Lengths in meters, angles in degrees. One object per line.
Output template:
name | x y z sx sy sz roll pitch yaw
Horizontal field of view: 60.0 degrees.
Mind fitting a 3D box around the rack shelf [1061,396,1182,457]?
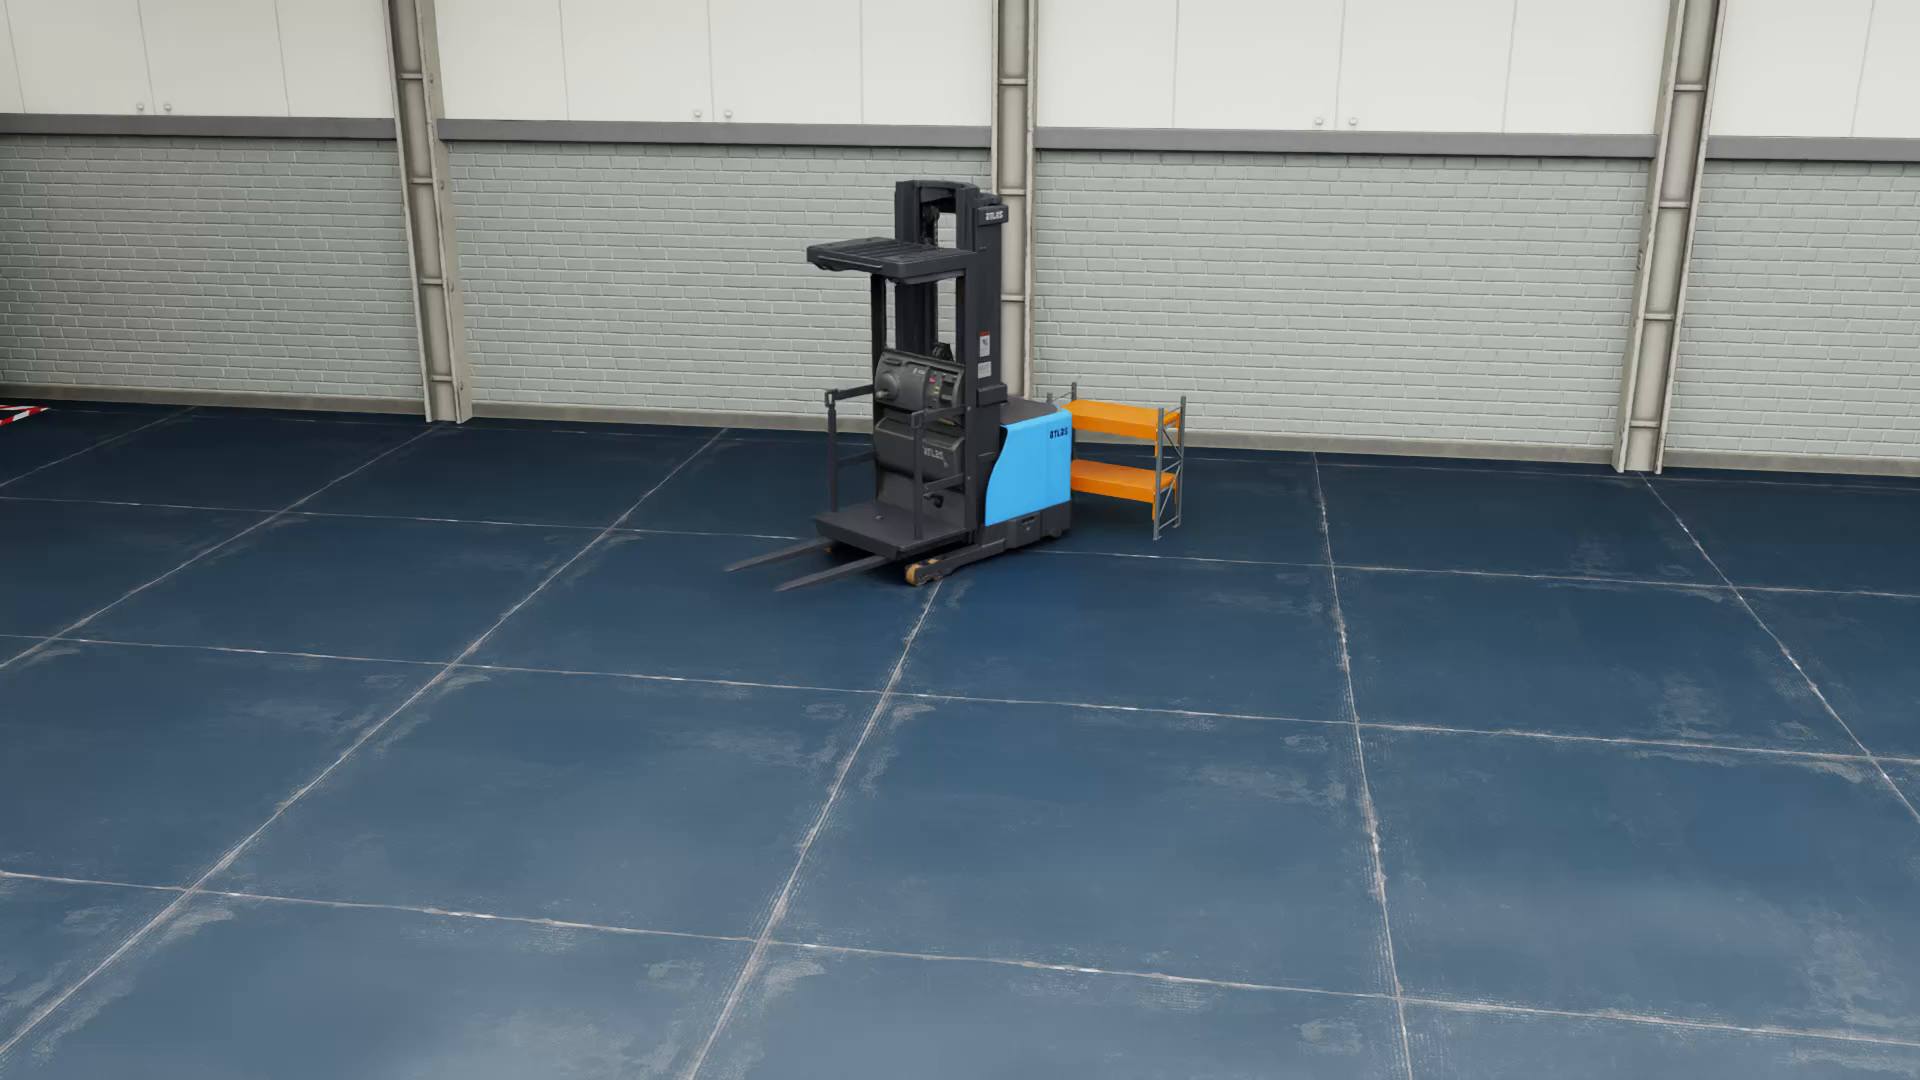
rack shelf | 1.305 -0.960 13.976 1.000 0.278 0.538 11 21 29

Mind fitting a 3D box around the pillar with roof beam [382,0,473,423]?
pillar with roof beam | -6.094 -4.204 12.185 0.400 9.000 9.100 3 19 9

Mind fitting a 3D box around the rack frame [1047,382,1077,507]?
rack frame | 0.867 -0.764 14.313 0.032 1.125 0.500 11 21 29

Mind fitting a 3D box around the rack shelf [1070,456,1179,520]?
rack shelf | 1.305 -0.450 14.147 1.000 0.278 0.538 11 21 29

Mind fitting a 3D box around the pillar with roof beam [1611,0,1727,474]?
pillar with roof beam | 5.755 -3.600 10.380 0.400 9.000 9.100 3 19 9

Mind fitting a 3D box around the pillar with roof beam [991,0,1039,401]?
pillar with roof beam | -0.169 -3.902 11.283 0.400 9.000 9.100 3 19 9

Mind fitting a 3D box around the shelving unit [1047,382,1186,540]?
shelving unit | 1.305 -0.682 14.069 1.048 1.125 0.538 11 21 29

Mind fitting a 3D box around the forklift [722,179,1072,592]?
forklift | -0.473 -1.221 12.833 3.031 2.935 1.130 -17 25 -42

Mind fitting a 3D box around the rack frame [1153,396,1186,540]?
rack frame | 1.744 -0.600 13.825 0.032 1.125 0.500 11 21 29
